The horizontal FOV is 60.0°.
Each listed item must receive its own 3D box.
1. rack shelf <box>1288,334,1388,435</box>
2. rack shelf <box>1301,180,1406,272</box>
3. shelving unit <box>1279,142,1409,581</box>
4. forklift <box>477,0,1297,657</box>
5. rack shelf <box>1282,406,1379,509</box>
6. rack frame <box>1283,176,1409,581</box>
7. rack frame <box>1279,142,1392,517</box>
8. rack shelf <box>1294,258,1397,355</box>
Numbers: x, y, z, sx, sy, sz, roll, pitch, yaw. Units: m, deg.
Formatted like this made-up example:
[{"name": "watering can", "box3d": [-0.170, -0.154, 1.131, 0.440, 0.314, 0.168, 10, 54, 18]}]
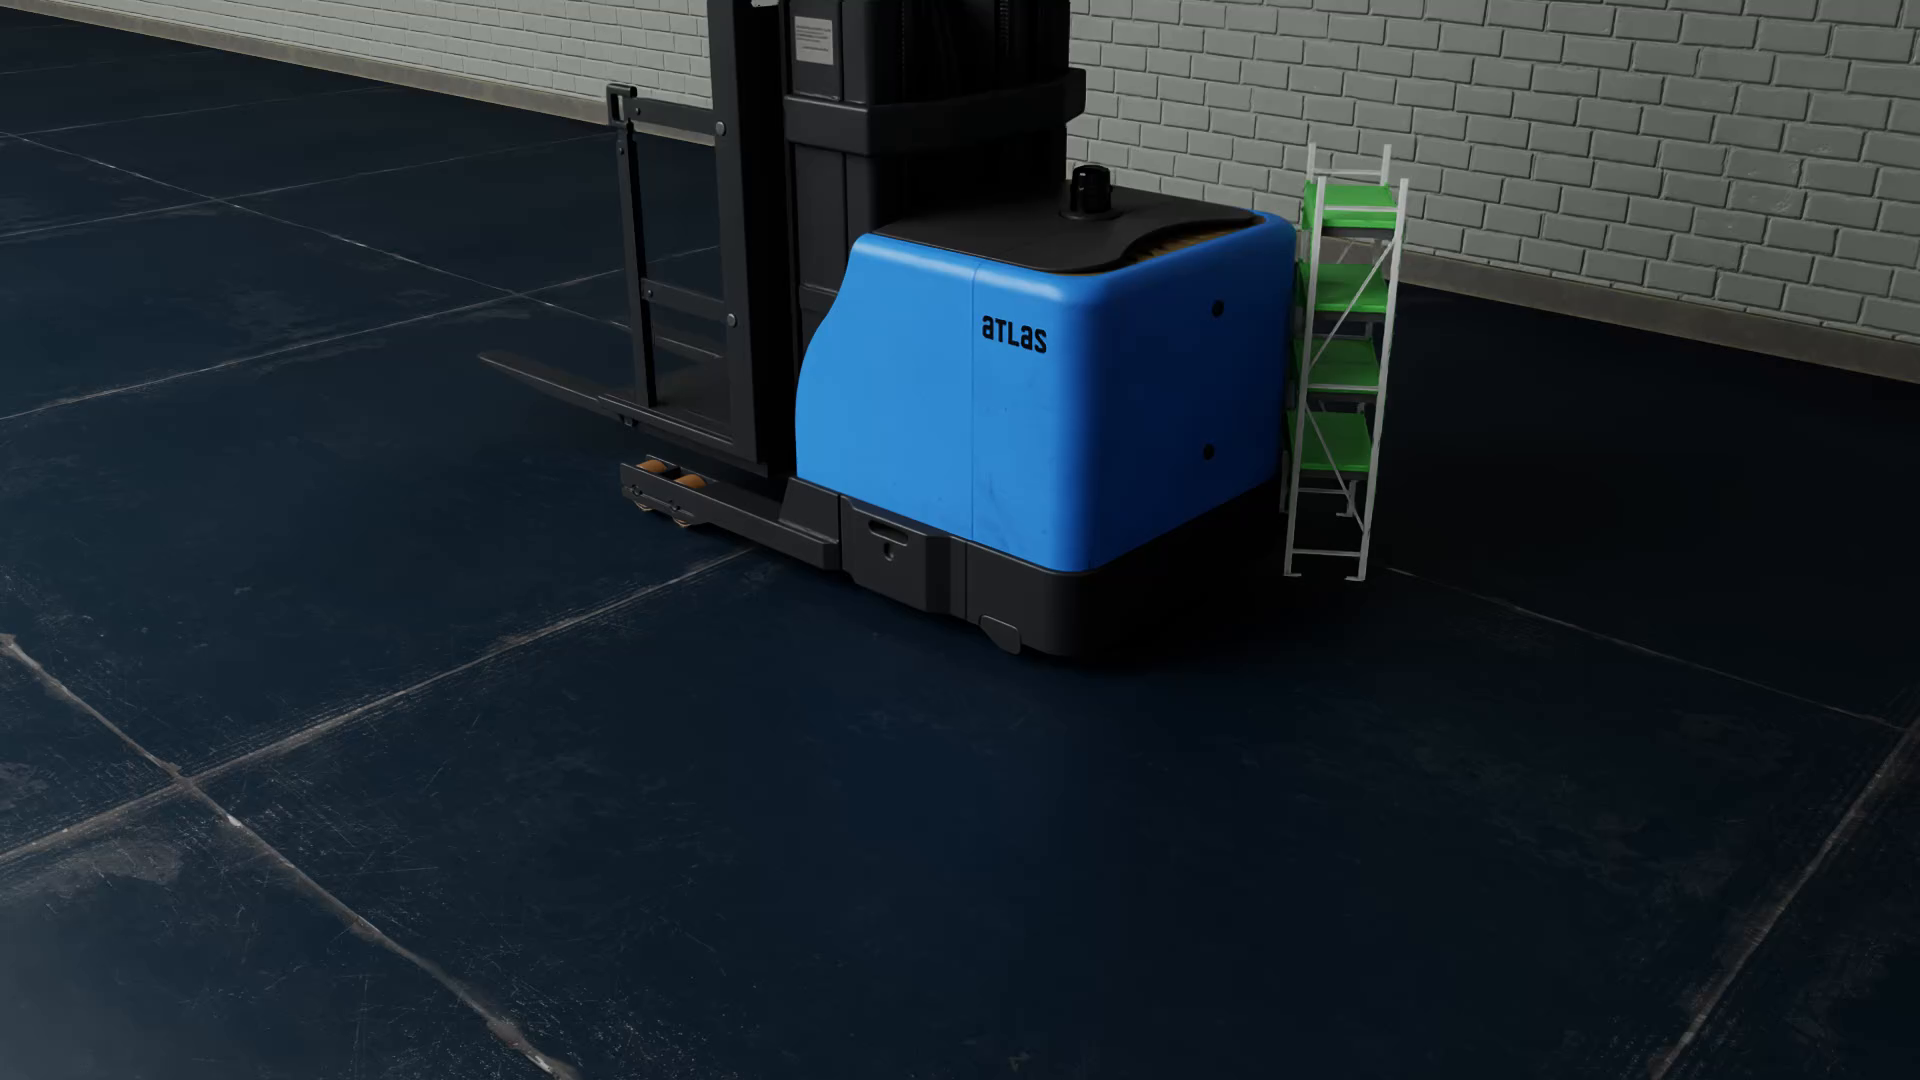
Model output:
[{"name": "rack shelf", "box3d": [1.127, -0.474, 4.997, 0.258, 0.148, 0.480, 3, 24, 7]}, {"name": "rack shelf", "box3d": [1.127, -0.912, 4.801, 0.258, 0.148, 0.480, 3, 24, 7]}, {"name": "shelving unit", "box3d": [1.127, -0.532, 4.971, 0.258, 1.200, 0.503, 3, 24, 7]}, {"name": "forklift", "box3d": [-0.474, -1.519, 5.056, 3.031, 2.935, 1.130, 20, 31, 38]}, {"name": "rack shelf", "box3d": [1.127, -0.255, 5.095, 0.258, 0.148, 0.480, 3, 24, 7]}, {"name": "rack frame", "box3d": [1.093, -0.434, 4.750, 0.240, 1.200, 0.015, 3, 24, 7]}, {"name": "rack frame", "box3d": [1.161, -0.631, 5.191, 0.240, 1.200, 0.015, 3, 24, 7]}, {"name": "rack shelf", "box3d": [1.127, -0.693, 4.899, 0.258, 0.148, 0.480, 3, 24, 7]}]
